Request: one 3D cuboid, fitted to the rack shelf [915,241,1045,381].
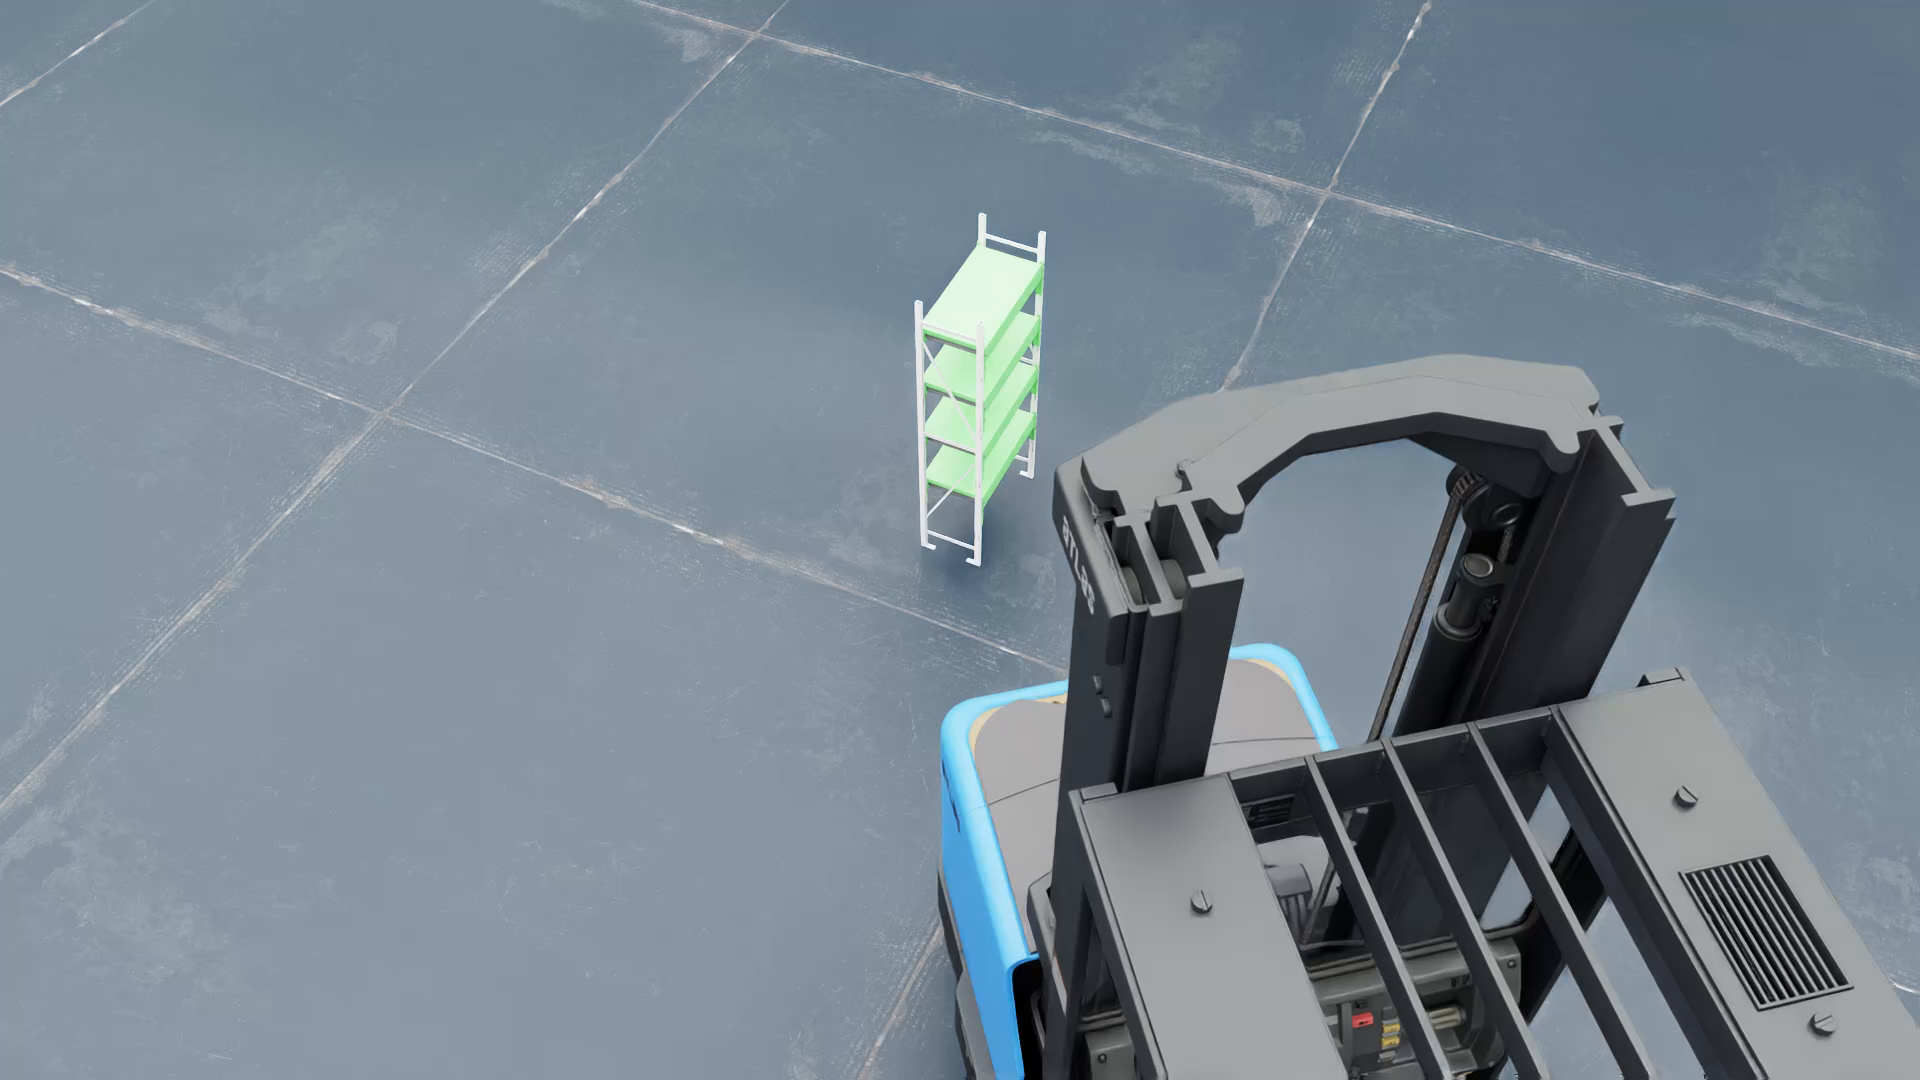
[{"bbox_3d":[0.071,-0.772,5.573,0.258,0.148,0.480,20,52,16],"label":"rack shelf"}]

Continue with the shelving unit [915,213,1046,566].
[{"bbox_3d":[0.071,-0.503,5.890,0.258,1.200,0.503,20,52,16],"label":"shelving unit"}]

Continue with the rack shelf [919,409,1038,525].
[{"bbox_3d":[0.071,-0.306,6.121,0.258,0.148,0.480,20,52,16],"label":"rack shelf"}]

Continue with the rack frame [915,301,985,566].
[{"bbox_3d":[-0.034,-0.335,5.747,0.240,1.200,0.015,20,52,16],"label":"rack frame"}]

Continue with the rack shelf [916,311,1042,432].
[{"bbox_3d":[0.071,-0.617,5.756,0.258,0.148,0.480,20,52,16],"label":"rack shelf"}]

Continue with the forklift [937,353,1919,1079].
[{"bbox_3d":[0.768,1.197,3.307,1.130,2.935,3.031,-10,50,-9],"label":"forklift"}]

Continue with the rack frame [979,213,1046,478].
[{"bbox_3d":[0.175,-0.671,6.033,0.240,1.200,0.015,20,52,16],"label":"rack frame"}]

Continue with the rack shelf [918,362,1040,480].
[{"bbox_3d":[0.071,-0.461,5.939,0.258,0.148,0.480,20,52,16],"label":"rack shelf"}]
